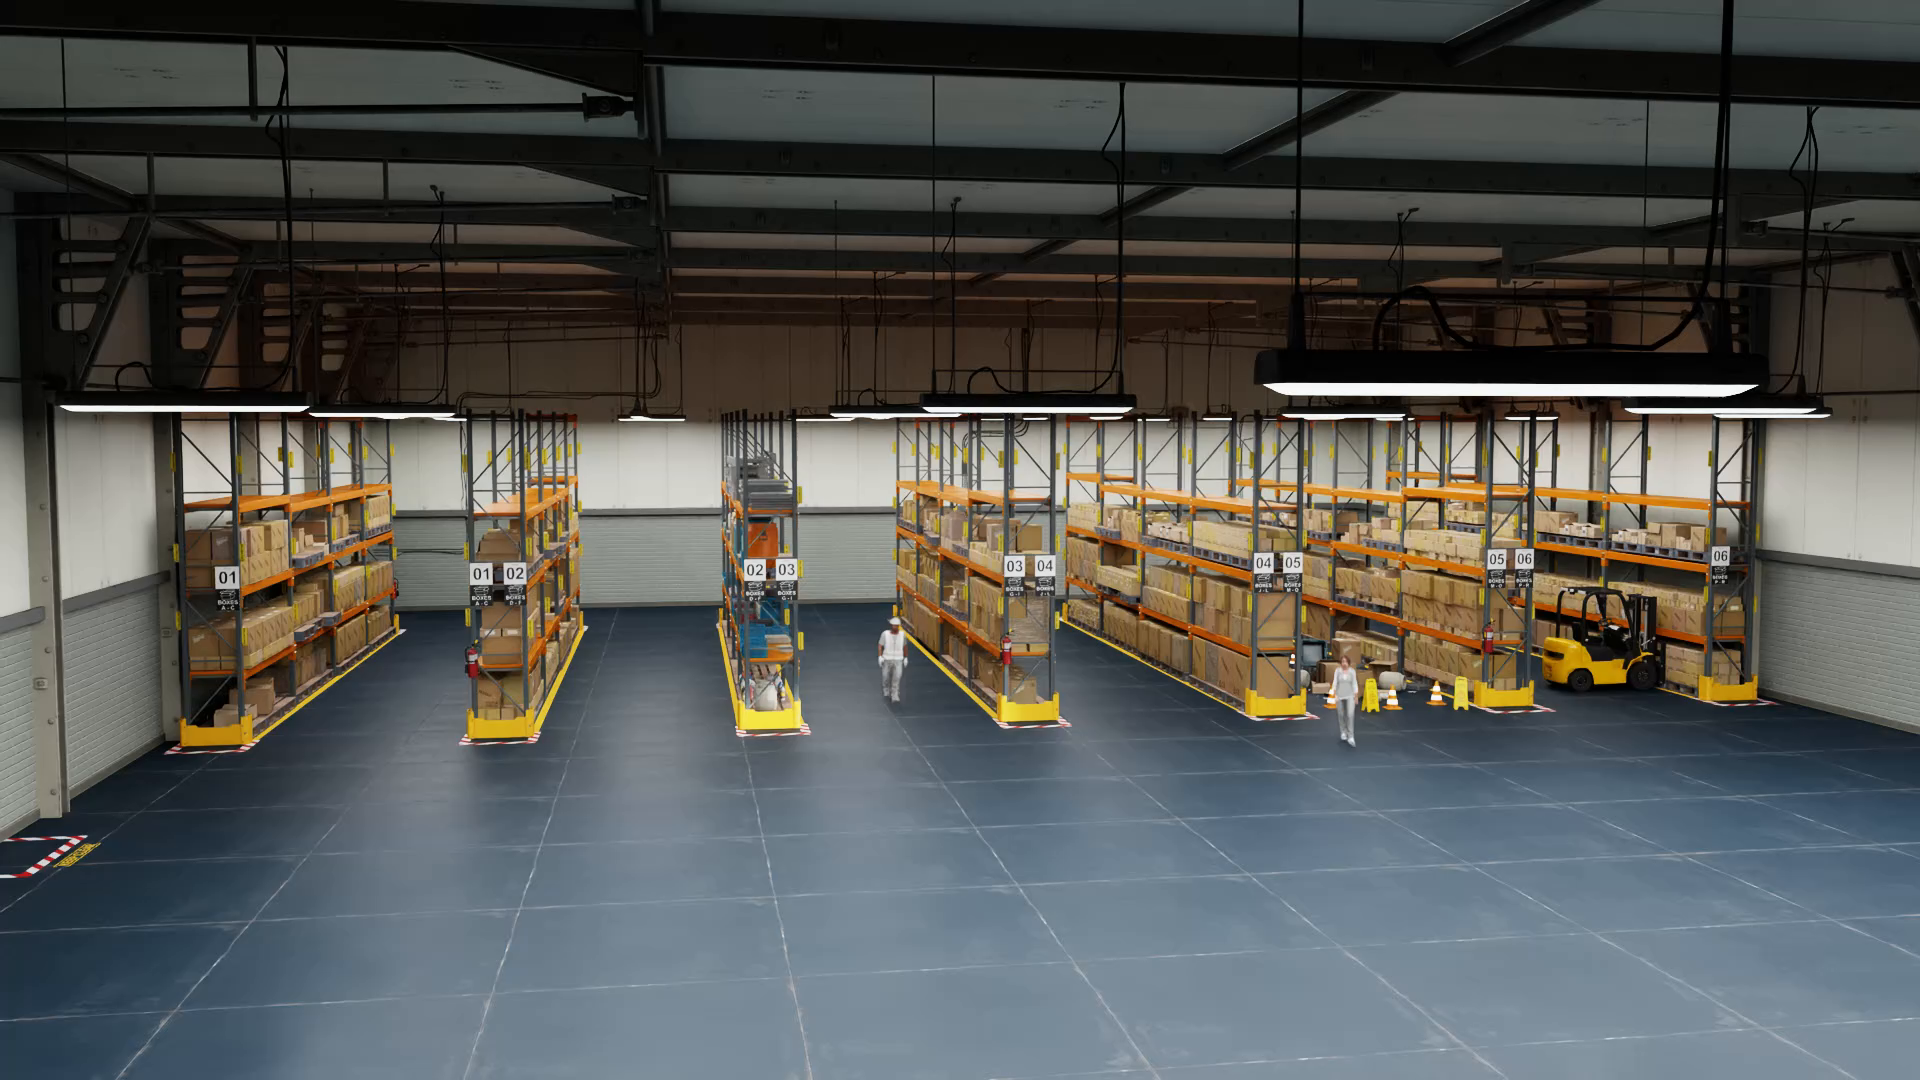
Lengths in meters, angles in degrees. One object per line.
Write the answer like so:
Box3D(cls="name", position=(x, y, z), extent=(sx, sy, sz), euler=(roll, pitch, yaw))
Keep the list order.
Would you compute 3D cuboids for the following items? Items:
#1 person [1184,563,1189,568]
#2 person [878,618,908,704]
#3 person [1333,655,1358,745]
Box3D(cls="person", position=(7.024, 1.340, 50.707), extent=(0.964, 1.690, 0.529), euler=(-1, 4, -16))
Box3D(cls="person", position=(-1.367, 2.474, 34.227), extent=(0.665, 1.743, 0.995), euler=(-1, 4, -13))
Box3D(cls="person", position=(6.898, 2.849, 29.790), extent=(0.448, 1.549, 0.856), euler=(1, 4, 19))
